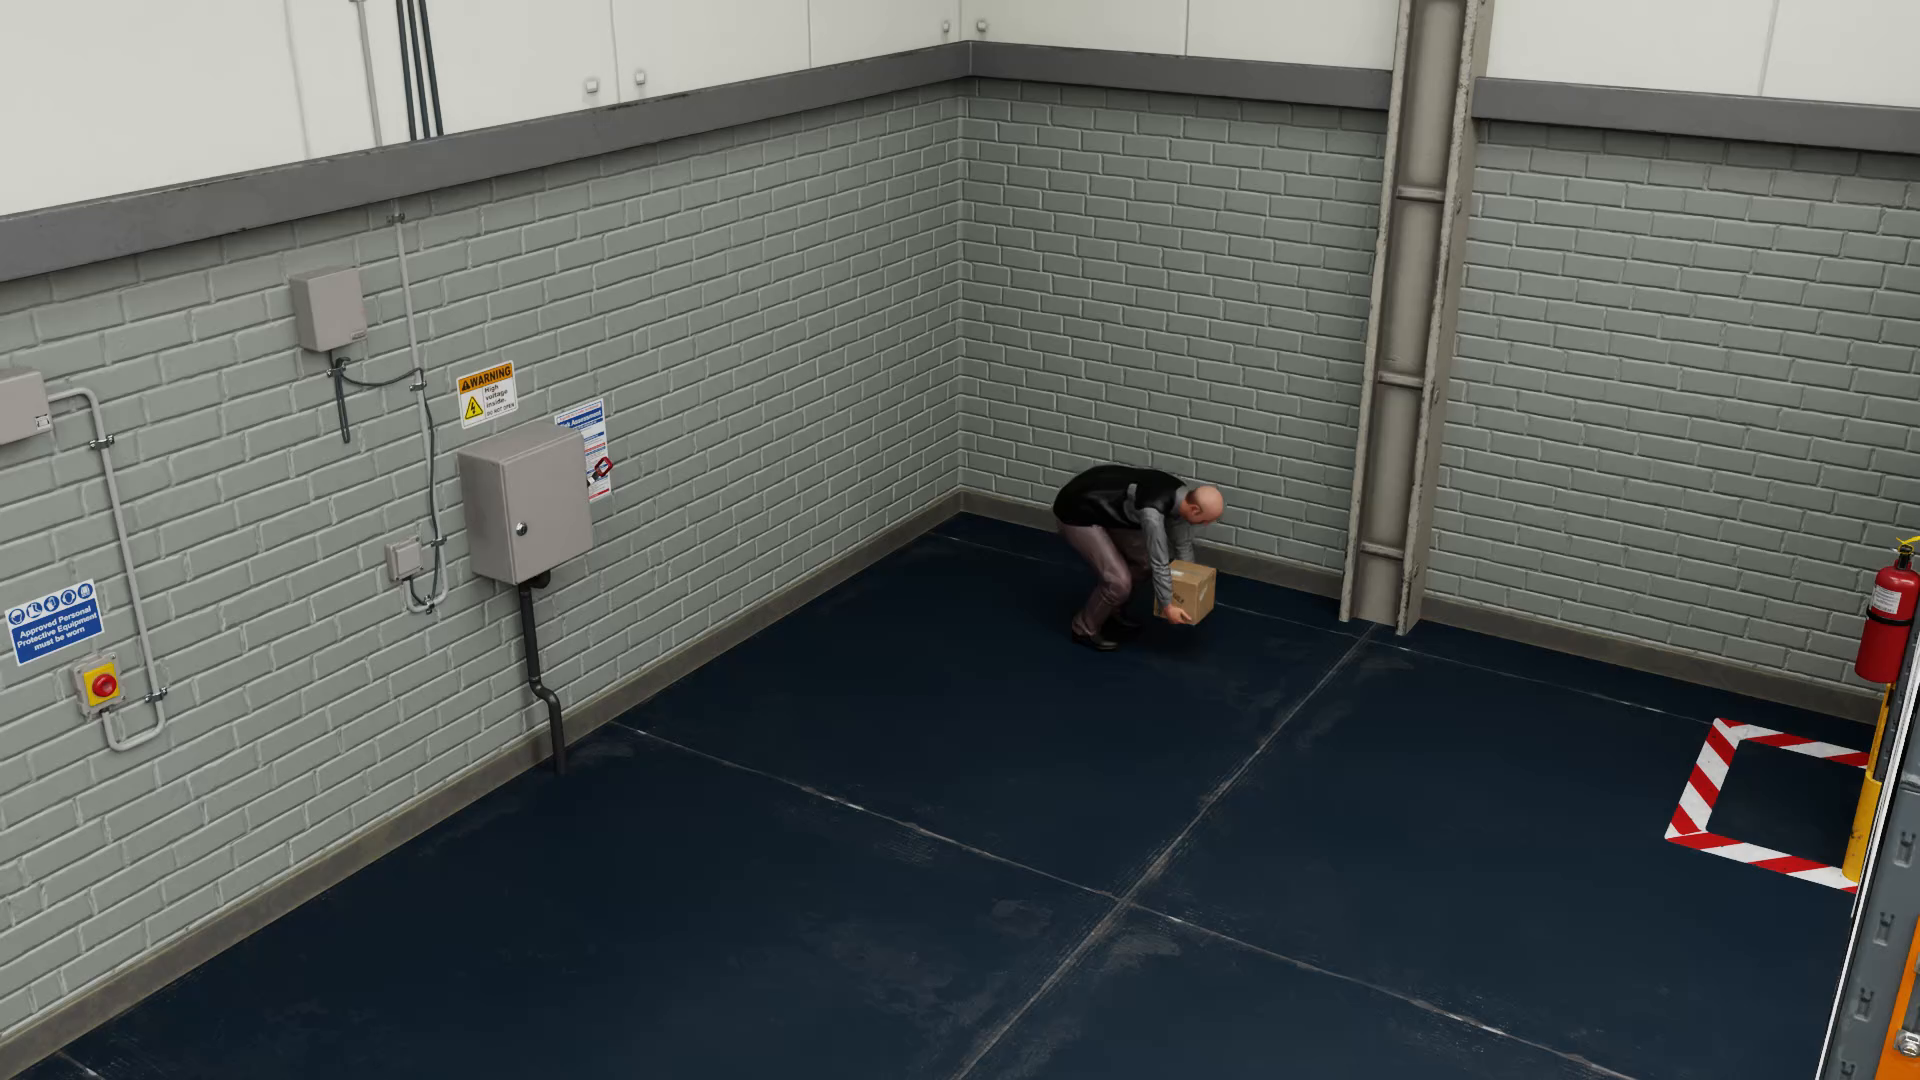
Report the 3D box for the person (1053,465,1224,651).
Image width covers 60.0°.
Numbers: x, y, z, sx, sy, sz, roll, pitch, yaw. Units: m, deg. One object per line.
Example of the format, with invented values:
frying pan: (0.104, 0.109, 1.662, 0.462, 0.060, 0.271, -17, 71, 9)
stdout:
person: (0.989, 0.100, 9.257, 0.951, 1.048, 0.508, 12, 26, 27)
